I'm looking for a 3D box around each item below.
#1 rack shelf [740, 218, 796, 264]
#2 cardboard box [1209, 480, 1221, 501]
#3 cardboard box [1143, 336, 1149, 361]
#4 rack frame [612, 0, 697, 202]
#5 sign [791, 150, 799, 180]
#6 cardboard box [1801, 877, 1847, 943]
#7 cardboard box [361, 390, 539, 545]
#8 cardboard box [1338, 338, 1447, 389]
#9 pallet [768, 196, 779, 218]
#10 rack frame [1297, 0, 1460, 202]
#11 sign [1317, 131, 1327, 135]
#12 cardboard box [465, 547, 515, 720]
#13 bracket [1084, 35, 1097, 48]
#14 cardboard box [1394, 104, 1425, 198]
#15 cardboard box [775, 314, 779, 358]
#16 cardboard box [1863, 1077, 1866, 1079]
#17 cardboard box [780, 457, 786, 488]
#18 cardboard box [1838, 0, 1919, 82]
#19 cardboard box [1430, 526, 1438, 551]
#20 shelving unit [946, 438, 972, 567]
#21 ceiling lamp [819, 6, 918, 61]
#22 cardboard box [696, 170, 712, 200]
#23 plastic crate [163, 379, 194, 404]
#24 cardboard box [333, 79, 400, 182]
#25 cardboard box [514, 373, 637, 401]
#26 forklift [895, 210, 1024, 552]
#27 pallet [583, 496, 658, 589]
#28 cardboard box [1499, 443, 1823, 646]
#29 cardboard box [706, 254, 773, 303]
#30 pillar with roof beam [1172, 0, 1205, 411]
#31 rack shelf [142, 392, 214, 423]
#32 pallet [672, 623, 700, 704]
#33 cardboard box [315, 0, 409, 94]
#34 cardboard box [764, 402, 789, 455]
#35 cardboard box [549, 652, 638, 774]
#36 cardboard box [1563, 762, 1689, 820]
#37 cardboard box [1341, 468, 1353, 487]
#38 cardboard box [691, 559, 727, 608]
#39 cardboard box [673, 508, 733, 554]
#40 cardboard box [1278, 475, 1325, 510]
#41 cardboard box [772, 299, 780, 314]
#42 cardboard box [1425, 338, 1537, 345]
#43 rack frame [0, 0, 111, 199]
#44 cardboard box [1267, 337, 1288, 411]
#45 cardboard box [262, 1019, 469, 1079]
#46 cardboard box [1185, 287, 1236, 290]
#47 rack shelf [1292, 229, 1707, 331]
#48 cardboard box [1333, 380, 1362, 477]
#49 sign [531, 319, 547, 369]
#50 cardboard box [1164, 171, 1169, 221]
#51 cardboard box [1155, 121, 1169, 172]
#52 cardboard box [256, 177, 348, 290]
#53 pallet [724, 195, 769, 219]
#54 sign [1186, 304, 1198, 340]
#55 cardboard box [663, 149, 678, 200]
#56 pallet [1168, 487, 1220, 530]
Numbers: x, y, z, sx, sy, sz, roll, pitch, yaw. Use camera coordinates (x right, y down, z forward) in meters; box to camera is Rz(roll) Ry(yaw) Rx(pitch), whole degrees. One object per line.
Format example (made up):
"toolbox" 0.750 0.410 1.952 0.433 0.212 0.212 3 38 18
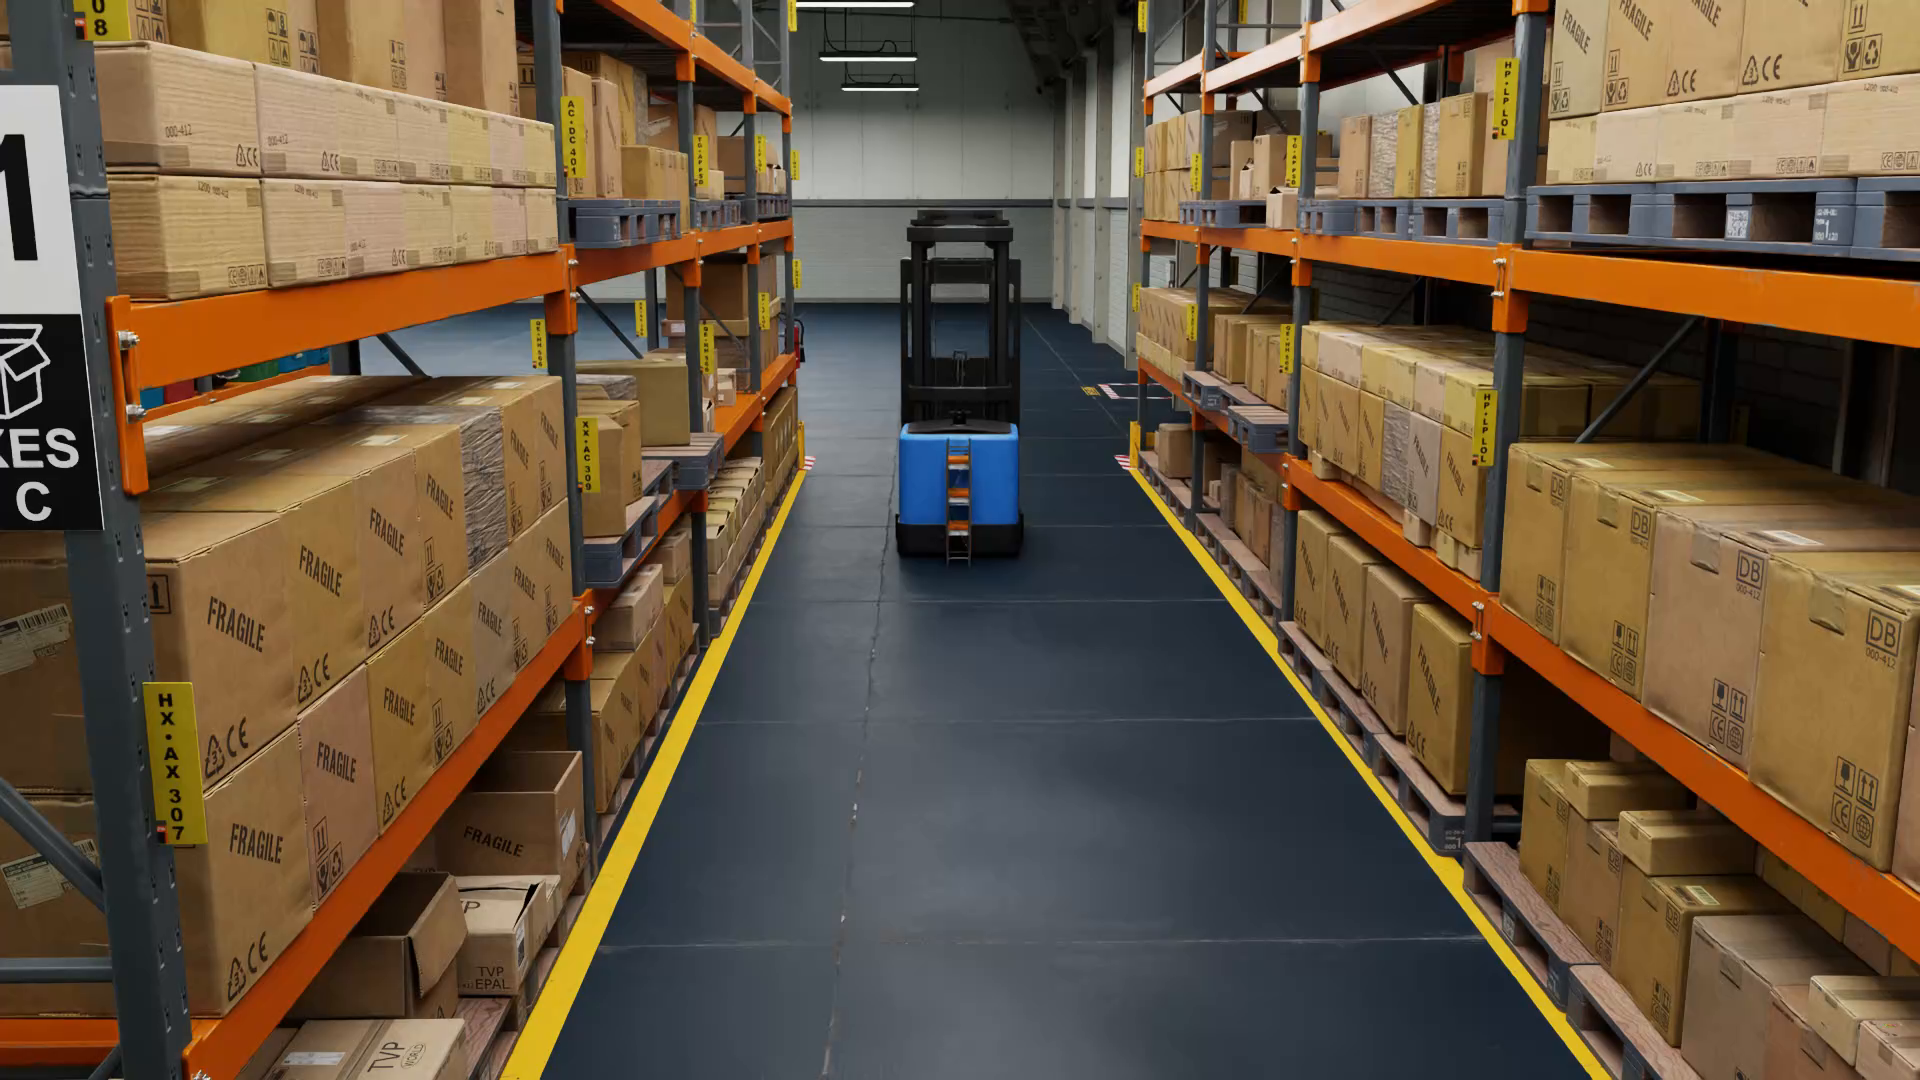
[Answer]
"rack shelf" -2.349 -3.042 16.773 1.077 0.370 4.000 0 11 -1
"cardboard box" 2.604 -0.481 15.905 0.380 0.166 0.250 -2 12 -9
"cardboard box" 2.280 -2.078 18.083 0.500 0.250 0.500 -1 11 -3
"rack frame" -2.225 -3.672 10.524 1.000 3.000 0.127 0 11 -1
"sign" -1.847 -4.186 18.578 0.100 0.325 0.005 0 11 -1
"cardboard box" 2.953 1.172 5.336 0.380 0.149 0.250 0 11 -1
"cardboard box" -1.860 -0.274 6.100 0.500 0.500 0.500 0 11 -2
"cardboard box" 2.505 -1.027 9.642 0.500 0.250 0.500 0 11 -1
"pallet" -2.373 -3.365 16.778 1.003 0.211 1.213 0 11 -1
"rack frame" 2.728 -3.693 10.628 1.000 3.000 0.127 0 11 -1
"sign" 3.200 -3.467 14.770 0.100 0.325 0.005 0 11 -1
"cardboard box" -1.850 0.317 5.698 0.500 0.500 0.500 0 11 0
"bracket" 2.723 -10.406 34.663 0.235 0.232 0.430 0 11 -1
"cardboard box" 2.857 -2.176 9.338 0.700 0.500 0.500 0 11 2
"cardboard box" -2.393 -2.278 18.492 0.700 0.500 0.500 0 11 -1
"cardboard box" 2.779 1.718 4.277 0.700 0.500 0.500 0 11 -1
"cardboard box" -2.024 -0.677 16.712 0.500 0.250 0.500 0 11 -1
"cardboard box" 2.606 -1.425 4.179 0.500 0.500 0.500 0 11 1
"cardboard box" 2.531 -0.012 8.155 0.380 0.149 0.250 0 11 1
"shelving unit" -0.011 -0.316 13.977 0.215 1.050 0.252 0 11 1
"ceiling lamp" -1.870 -11.372 33.800 2.000 3.185 0.800 0 11 -1
"cardboard box" -2.290 -2.897 13.573 0.500 0.250 0.500 -1 12 -7
"plastic crate" -6.944 -1.443 14.469 0.402 0.464 0.583 0 11 -1
"cardboard box" -1.830 -1.085 4.437 0.500 0.250 0.500 0 11 -1
"cardboard box" -2.271 -0.679 9.554 0.700 0.500 0.500 2 12 10
"forklift" 0.009 -1.565 15.402 1.130 2.935 3.031 0 11 1
"pallet" -2.050 -0.002 8.006 1.003 0.211 1.213 0 11 -1
"cardboard box" 2.805 0.003 6.744 0.980 0.700 0.700 0 11 0
"cardboard box" -2.376 -2.799 17.796 0.700 0.500 0.500 -1 11 -3
"pillar with roof beam" -0.986 -6.322 23.590 9.100 9.000 0.400 0 11 -1
"rack shelf" -7.219 -0.757 13.055 1.077 0.370 4.000 0 11 -1
"pallet" -2.247 0.784 10.666 1.003 0.211 1.213 0 11 -1
"cardboard box" -2.046 -1.551 4.849 0.700 0.500 0.500 0 11 -1
"cardboard box" -2.037 -1.144 17.127 0.500 0.500 0.500 0 11 -1
"cardboard box" -1.931 0.870 8.407 0.500 0.500 0.500 0 11 0
"cardboard box" 2.548 0.962 6.373 0.380 0.149 0.250 0 11 1
"cardboard box" 2.549 -0.420 10.167 0.380 0.149 0.250 0 11 -2
"cardboard box" -1.942 0.305 11.871 0.500 0.250 0.500 0 11 -1
"cardboard box" -1.961 -0.074 12.330 0.500 0.311 0.500 -1 11 -3
"cardboard box" 2.712 -0.367 12.619 0.500 0.250 0.500 0 11 0
"cardboard box" -2.185 -2.561 18.258 0.380 0.149 0.250 0 11 0
"cardboard box" 3.011 -1.031 9.659 0.500 0.250 0.500 -1 11 -3
"rack frame" -2.059 -2.081 2.685 1.000 3.000 0.127 0 11 -1
"cardboard box" 2.669 -1.222 12.178 0.700 0.500 0.500 -1 12 -7
"cardboard box" -1.808 1.683 5.030 0.500 0.250 0.500 0 11 -1
"cardboard box" 2.785 -2.554 18.544 0.500 0.500 0.500 0 11 -2
"rack shelf" 2.769 -1.473 9.038 1.077 0.370 4.000 0 11 -1
"cardboard box" 2.493 -0.657 9.702 0.500 0.500 0.500 0 11 -1
"sign" -2.780 -1.296 10.991 0.100 0.325 0.005 0 11 -1
"cardboard box" 2.342 -3.488 16.860 0.500 0.500 0.500 0 11 2
"cardboard box" 2.309 -4.082 17.277 0.500 0.500 0.500 0 11 0
"cardboard box" -1.813 -0.740 3.997 0.500 0.250 0.500 0 11 -1
"pallet" -2.351 -3.123 15.586 1.003 0.211 1.213 0 11 -1
"sign" 2.103 -1.968 15.039 0.100 0.325 0.005 0 11 -1
"cardboard box" -2.172 -2.063 9.886 0.910 0.500 0.500 0 11 -1
"pallet" 2.596 -0.315 16.078 1.003 0.211 1.213 0 11 -1
